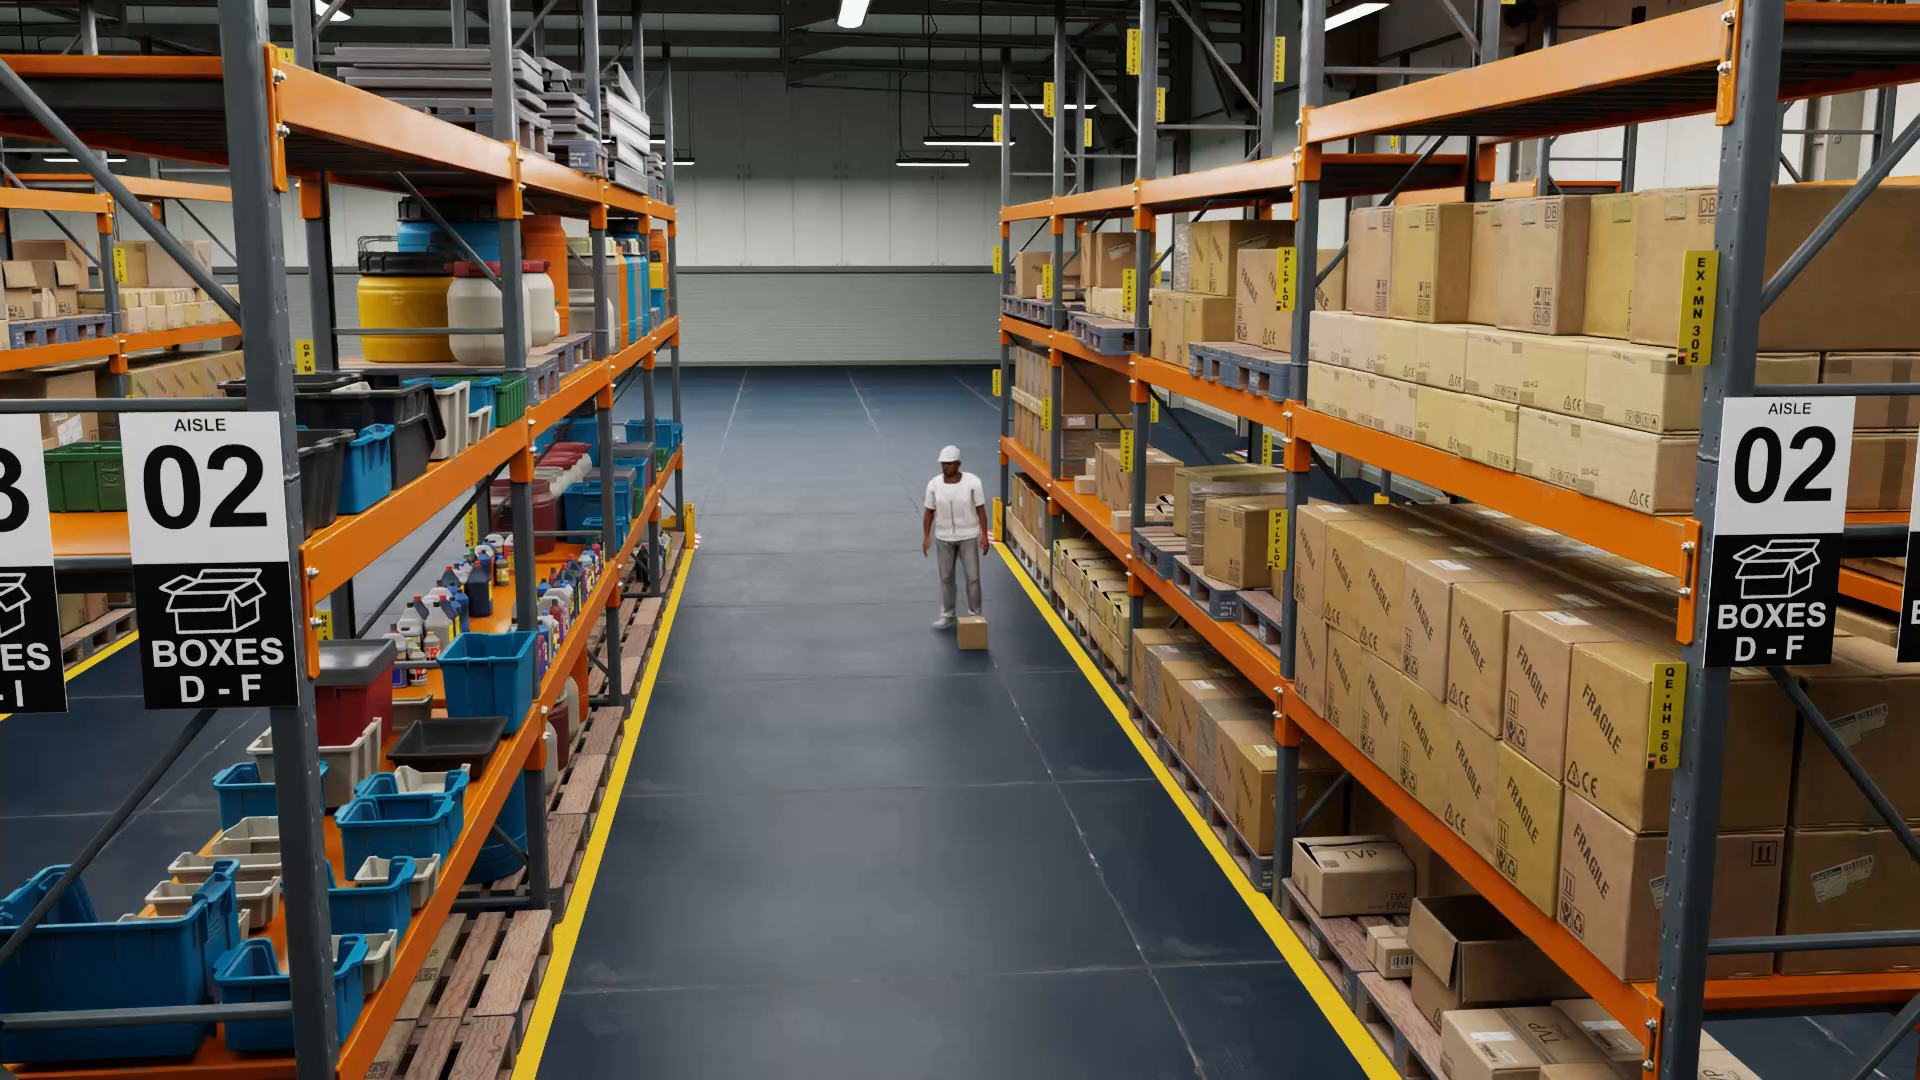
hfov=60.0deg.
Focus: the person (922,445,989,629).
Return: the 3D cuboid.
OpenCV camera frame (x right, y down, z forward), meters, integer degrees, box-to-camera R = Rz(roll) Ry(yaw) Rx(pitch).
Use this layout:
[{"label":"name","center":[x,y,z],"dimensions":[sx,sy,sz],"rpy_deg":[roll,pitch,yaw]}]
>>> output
[{"label":"person","center":[-0.041,-0.022,15.791],"dimensions":[0.642,1.768,0.379],"rpy_deg":[2,10,10]}]
